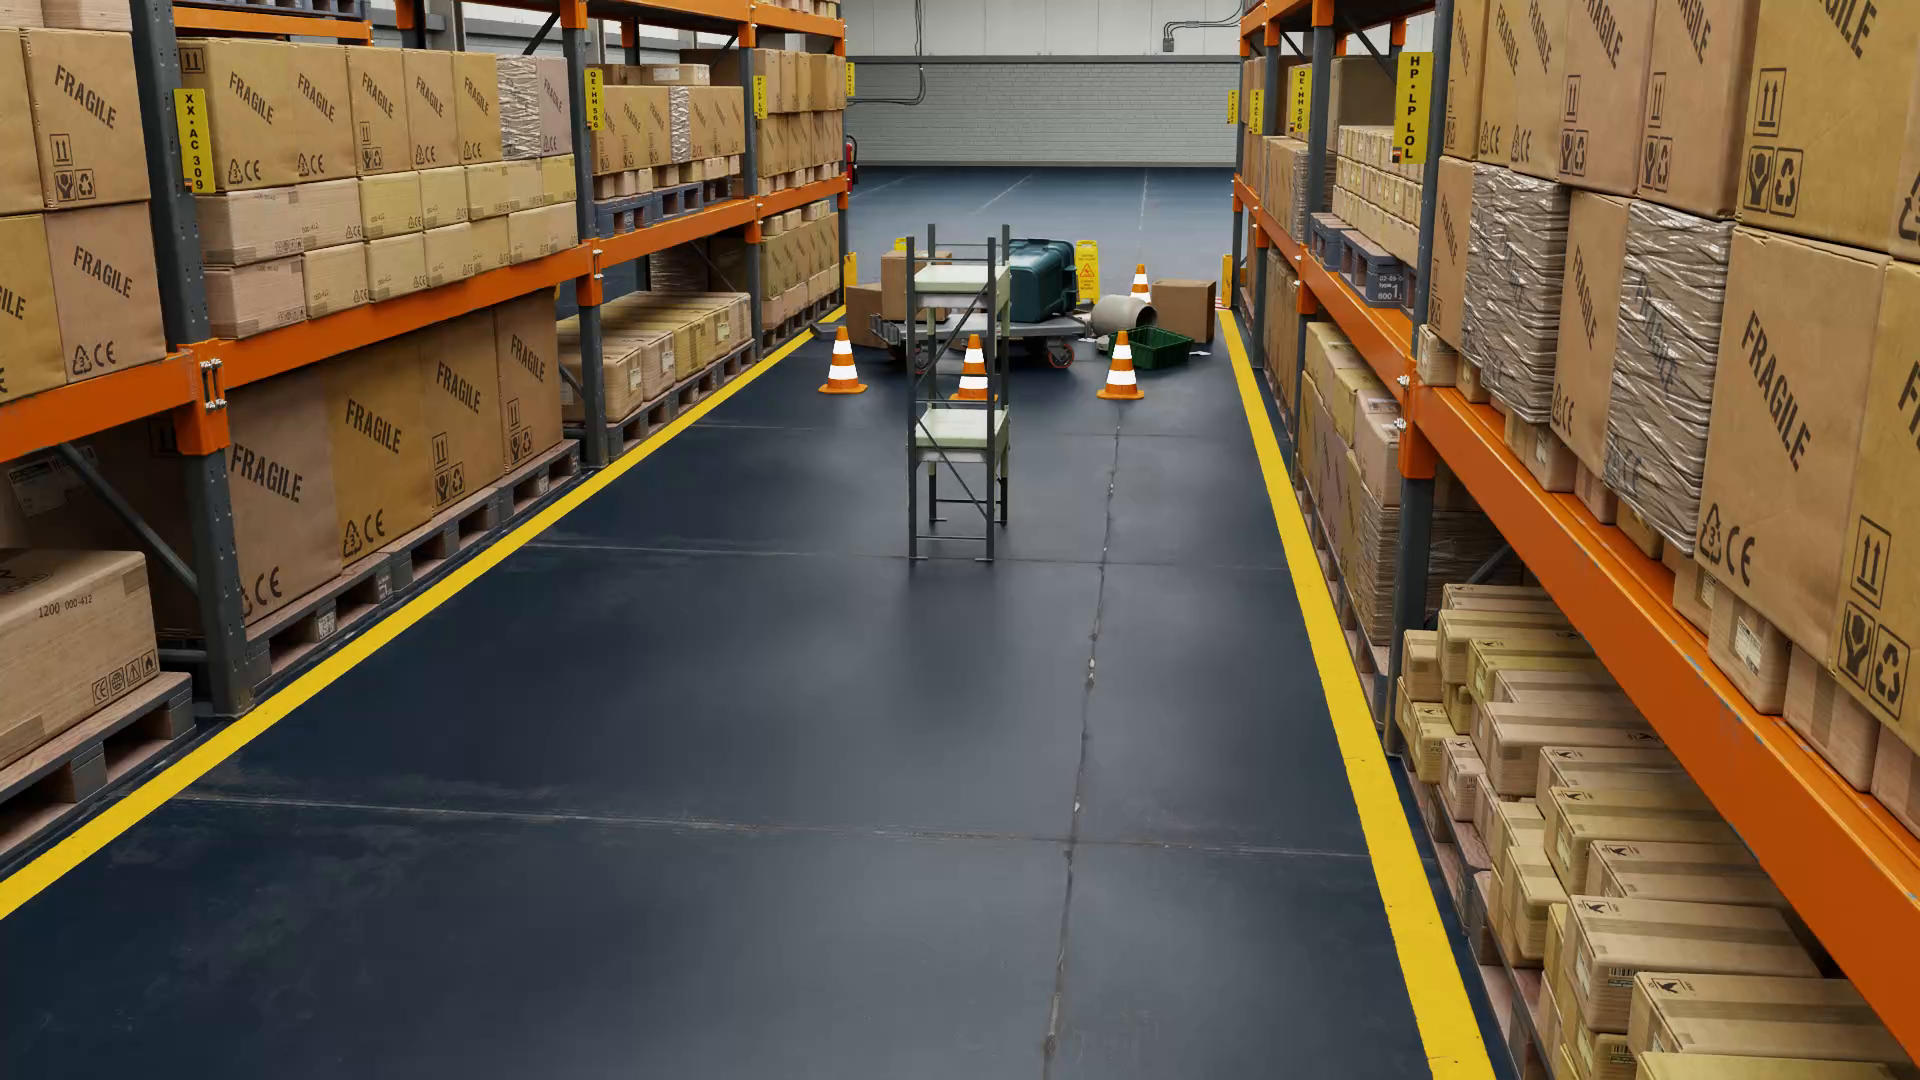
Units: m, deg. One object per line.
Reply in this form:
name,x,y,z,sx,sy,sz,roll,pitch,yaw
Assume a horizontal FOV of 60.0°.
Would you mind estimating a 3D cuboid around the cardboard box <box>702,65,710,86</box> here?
cardboard box,-2.007,-3.322,11.891,0.380,0.149,0.250,1,15,5

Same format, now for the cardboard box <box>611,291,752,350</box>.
cardboard box,-2.171,-1.718,12.997,0.950,0.372,0.625,2,15,7

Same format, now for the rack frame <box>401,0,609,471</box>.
rack frame,-2.565,-1.882,9.376,1.000,3.000,0.127,2,15,6

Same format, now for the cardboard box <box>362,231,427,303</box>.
cardboard box,-2.574,-1.145,6.938,0.500,0.250,0.500,2,15,6

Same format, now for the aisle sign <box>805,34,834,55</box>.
aisle sign,-1.368,-5.219,16.738,0.394,0.787,0.004,2,15,6

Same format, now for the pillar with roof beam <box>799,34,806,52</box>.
pillar with roof beam,0.093,-14.498,44.540,9.100,9.000,0.400,2,15,6

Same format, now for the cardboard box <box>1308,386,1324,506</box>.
cardboard box,1.978,-0.452,8.072,0.500,0.500,0.500,2,15,7

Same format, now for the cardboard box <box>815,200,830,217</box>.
cardboard box,-1.469,-3.195,16.015,0.380,0.149,0.250,2,15,8

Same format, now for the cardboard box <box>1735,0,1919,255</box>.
cardboard box,1.323,-0.620,2.030,0.500,0.500,0.500,1,15,4

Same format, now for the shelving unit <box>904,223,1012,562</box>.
shelving unit,0.001,-0.726,7.973,0.431,1.500,0.755,2,15,6

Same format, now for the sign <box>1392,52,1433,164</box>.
sign,1.361,-1.299,5.003,0.100,0.325,0.005,2,15,6

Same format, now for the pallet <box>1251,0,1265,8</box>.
pallet,3.059,-4.733,14.341,1.003,0.211,1.213,2,15,6

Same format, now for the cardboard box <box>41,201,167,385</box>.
cardboard box,-2.815,-0.765,5.053,0.500,0.500,0.500,2,15,7

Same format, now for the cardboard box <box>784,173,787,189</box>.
cardboard box,-1.722,-3.141,14.511,0.380,0.149,0.250,2,15,6

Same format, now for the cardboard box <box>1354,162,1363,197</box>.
cardboard box,2.027,-1.663,7.672,0.380,0.149,0.250,2,15,7

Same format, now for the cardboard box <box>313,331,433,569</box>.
cardboard box,-2.932,-0.419,7.232,0.875,0.875,0.875,2,15,8

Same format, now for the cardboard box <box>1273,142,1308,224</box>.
cardboard box,2.316,-2.328,10.832,0.500,0.500,0.500,2,15,7

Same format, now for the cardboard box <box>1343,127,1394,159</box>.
cardboard box,2.092,-1.947,8.154,0.380,0.149,0.250,1,15,5

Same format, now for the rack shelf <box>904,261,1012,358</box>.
rack shelf,0.001,-1.102,7.871,0.431,0.370,0.720,2,15,6

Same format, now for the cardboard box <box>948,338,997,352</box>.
cardboard box,0.110,-1.748,14.117,0.258,0.266,0.396,-10,18,-32

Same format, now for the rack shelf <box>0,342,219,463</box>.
rack shelf,-3.243,0.021,3.715,1.077,0.370,4.000,2,15,6

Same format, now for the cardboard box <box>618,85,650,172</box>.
cardboard box,-2.233,-2.522,10.176,0.500,0.500,0.500,2,15,9

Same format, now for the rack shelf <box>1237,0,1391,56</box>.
rack shelf,3.041,-4.419,14.391,1.077,0.370,4.000,2,15,6

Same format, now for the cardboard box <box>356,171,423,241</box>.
cardboard box,-2.573,-1.386,6.869,0.500,0.250,0.500,2,15,7

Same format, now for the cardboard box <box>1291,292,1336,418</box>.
cardboard box,2.522,-1.035,9.747,1.050,0.750,0.750,1,15,5

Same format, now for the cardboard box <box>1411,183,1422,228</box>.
cardboard box,1.821,-1.192,5.930,0.380,0.149,0.250,2,15,9

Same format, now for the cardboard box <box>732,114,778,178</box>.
cardboard box,-1.788,-3.217,13.552,0.500,0.500,0.500,2,15,6

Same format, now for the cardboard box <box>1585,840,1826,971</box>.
cardboard box,1.465,0.718,3.278,0.380,0.149,0.250,1,15,4

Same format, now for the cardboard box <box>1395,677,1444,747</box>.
cardboard box,1.553,0.533,5.100,0.380,0.149,0.250,1,15,4

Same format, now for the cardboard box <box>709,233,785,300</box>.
cardboard box,-1.779,-2.302,13.955,0.500,0.500,0.500,2,15,9

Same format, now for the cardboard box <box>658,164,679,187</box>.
cardboard box,-2.114,-2.460,11.190,0.380,0.149,0.250,2,15,8

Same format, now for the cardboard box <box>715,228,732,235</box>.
cardboard box,-2.258,-2.450,14.504,0.500,0.500,0.500,2,15,7

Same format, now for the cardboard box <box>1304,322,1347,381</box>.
cardboard box,2.046,-0.949,8.472,0.500,0.250,0.500,1,15,4

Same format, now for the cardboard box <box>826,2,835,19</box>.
cardboard box,-1.421,-5.117,16.076,0.380,0.149,0.250,2,15,7

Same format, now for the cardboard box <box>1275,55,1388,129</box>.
cardboard box,2.891,-3.488,12.960,0.875,0.550,0.550,2,15,6

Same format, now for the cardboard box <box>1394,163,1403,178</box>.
cardboard box,1.886,-1.472,6.396,0.380,0.149,0.250,1,15,4

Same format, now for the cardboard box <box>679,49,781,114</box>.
cardboard box,-1.849,-3.702,13.429,0.700,0.500,0.500,2,15,6

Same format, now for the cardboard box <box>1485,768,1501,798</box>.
cardboard box,1.590,0.592,4.314,0.380,0.149,0.250,1,15,3

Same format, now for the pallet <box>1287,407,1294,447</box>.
pallet,2.528,-0.619,10.046,1.003,0.211,1.213,2,15,6

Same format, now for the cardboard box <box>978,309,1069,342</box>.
cardboard box,0.557,-2.044,14.499,0.797,0.637,0.503,2,15,6

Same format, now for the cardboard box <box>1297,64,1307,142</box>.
cardboard box,2.652,-2.937,11.172,0.700,0.500,0.500,2,15,7

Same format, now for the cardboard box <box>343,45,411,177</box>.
cardboard box,-2.593,-1.744,6.758,0.500,0.500,0.500,1,15,5

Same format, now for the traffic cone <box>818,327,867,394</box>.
traffic cone,-0.863,-1.332,12.202,0.336,0.463,0.334,2,15,6

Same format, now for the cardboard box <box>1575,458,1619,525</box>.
cardboard box,1.471,-0.126,3.363,0.380,0.149,0.250,2,15,8

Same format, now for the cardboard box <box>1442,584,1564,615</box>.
cardboard box,1.668,0.244,5.029,0.380,0.149,0.250,2,15,9

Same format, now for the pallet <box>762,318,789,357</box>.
pallet,-2.073,-1.749,14.225,1.003,0.211,1.213,2,15,6

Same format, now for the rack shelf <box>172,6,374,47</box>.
rack shelf,-6.821,-4.684,15.370,1.077,0.370,4.000,2,15,6

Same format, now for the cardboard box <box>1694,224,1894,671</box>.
cardboard box,1.320,-0.137,2.161,0.500,0.500,0.500,1,15,5

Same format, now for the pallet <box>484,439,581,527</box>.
pallet,-2.729,-0.334,8.992,1.003,0.211,1.213,2,15,6

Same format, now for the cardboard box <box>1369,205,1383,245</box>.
cardboard box,1.935,-1.322,6.983,0.380,0.149,0.250,1,15,4

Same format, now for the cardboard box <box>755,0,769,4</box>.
cardboard box,-1.748,-4.386,13.371,0.380,0.149,0.250,2,15,6

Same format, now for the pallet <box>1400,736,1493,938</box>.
pallet,1.872,0.796,4.813,1.003,0.211,1.213,2,15,6
